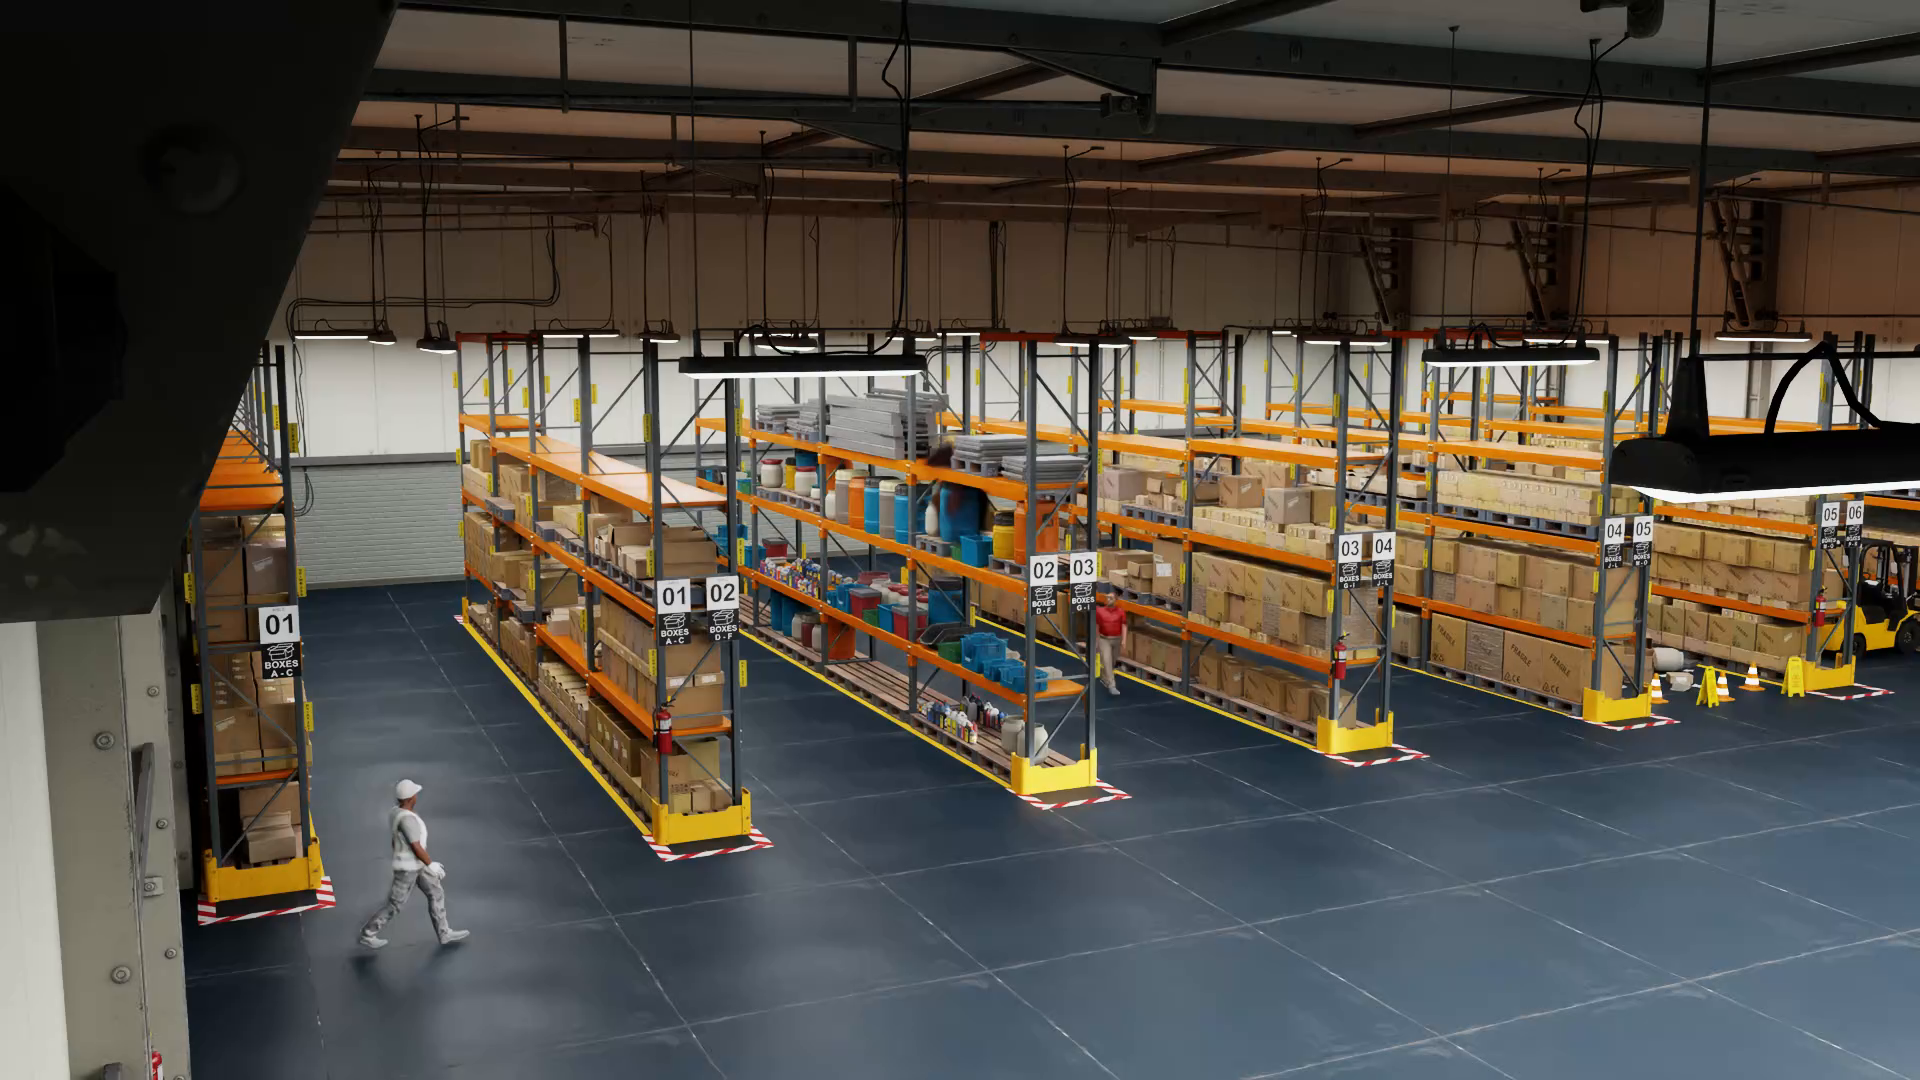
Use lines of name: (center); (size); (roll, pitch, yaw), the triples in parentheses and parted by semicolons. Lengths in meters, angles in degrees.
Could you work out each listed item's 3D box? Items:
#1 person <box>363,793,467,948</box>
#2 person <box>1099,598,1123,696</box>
person: (-5.485, 3.272, 16.664); (0.982, 1.707, 0.540); (-1, 8, -6)
person: (2.550, 1.767, 27.925); (0.412, 1.609, 0.999); (-3, 8, -19)
